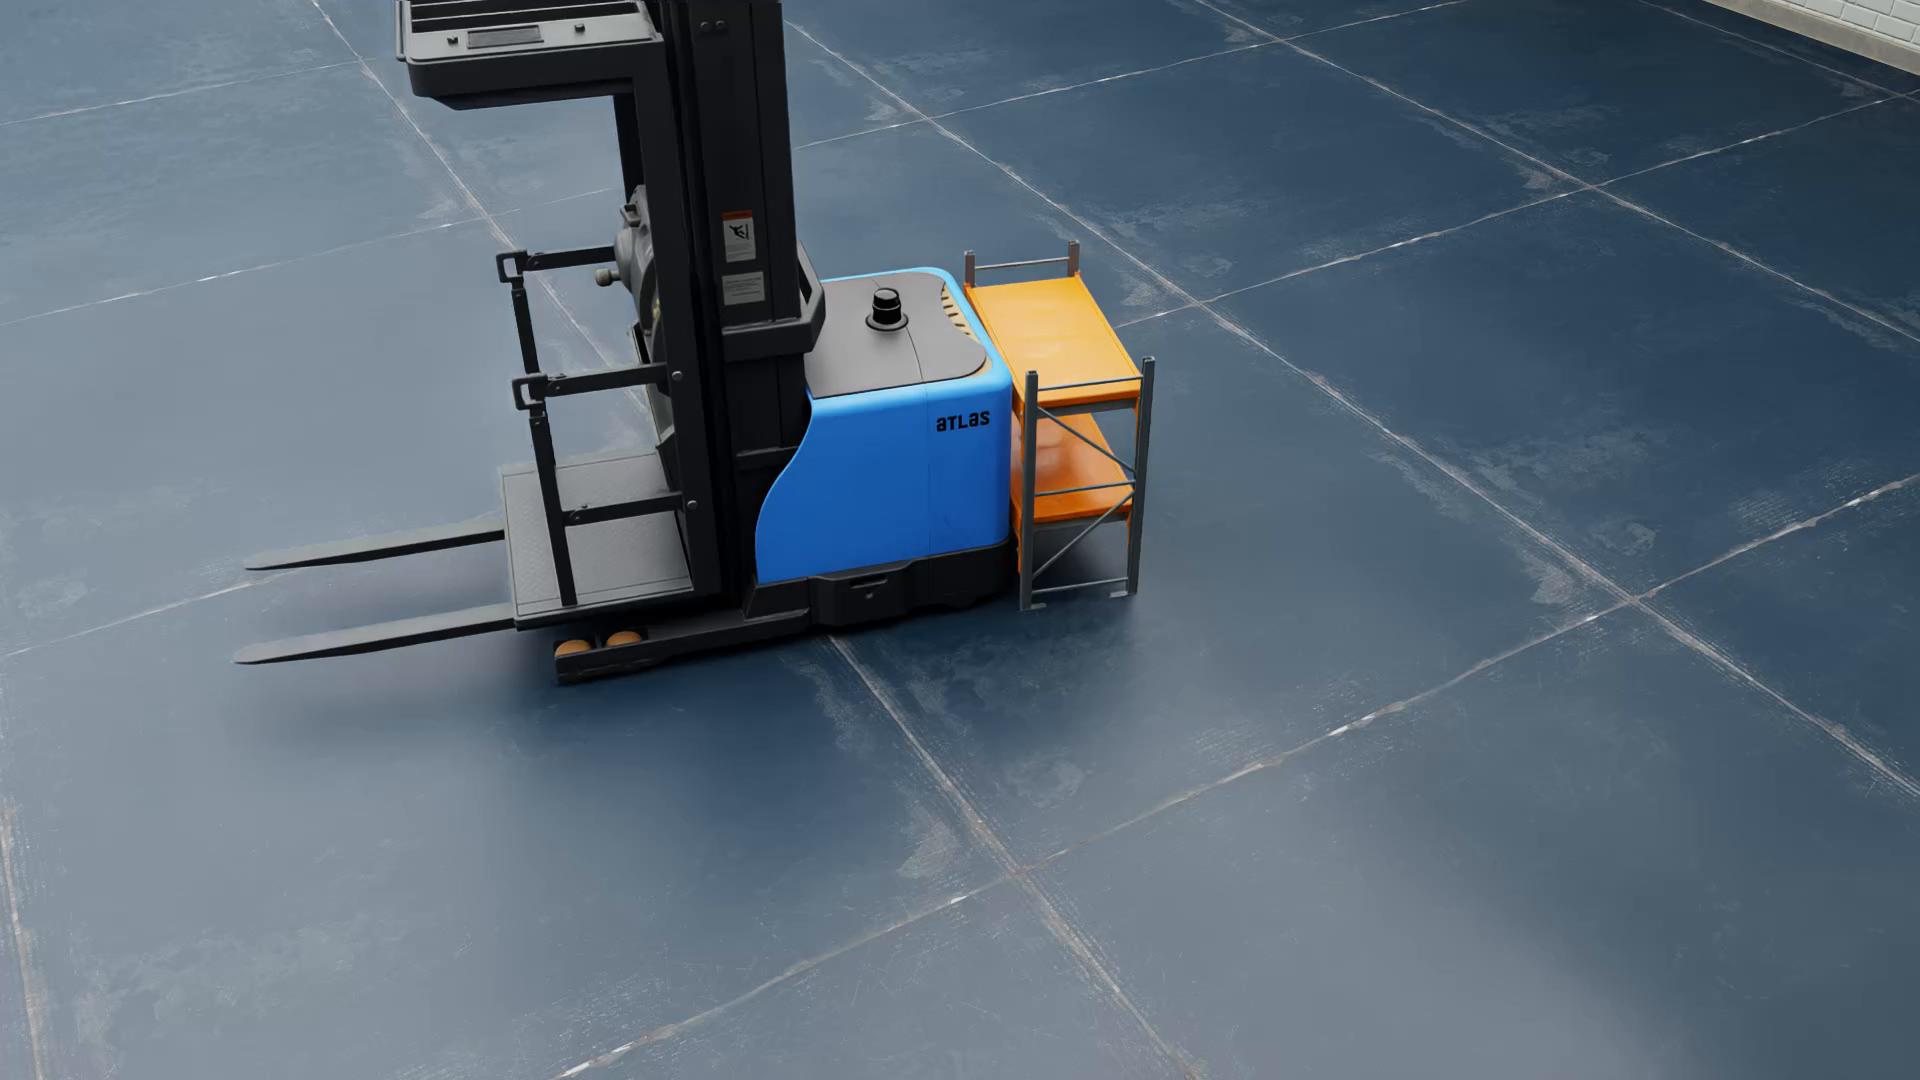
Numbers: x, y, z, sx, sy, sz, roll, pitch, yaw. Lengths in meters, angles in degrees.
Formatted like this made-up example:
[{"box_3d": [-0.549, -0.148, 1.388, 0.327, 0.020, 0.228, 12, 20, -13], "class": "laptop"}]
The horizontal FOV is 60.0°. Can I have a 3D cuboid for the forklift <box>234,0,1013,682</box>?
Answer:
[{"box_3d": [-1.361, -0.976, 6.101, 3.031, 2.935, 1.130, -9, 37, -13], "class": "forklift"}]

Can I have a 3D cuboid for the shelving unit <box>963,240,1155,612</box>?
[{"box_3d": [0.377, -0.493, 6.972, 0.538, 1.125, 1.048, -8, 37, -10], "class": "shelving unit"}]

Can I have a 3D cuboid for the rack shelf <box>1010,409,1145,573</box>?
[{"box_3d": [0.377, -0.296, 7.116, 0.538, 0.278, 1.000, -8, 37, -10], "class": "rack shelf"}]

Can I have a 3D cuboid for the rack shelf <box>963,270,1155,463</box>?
[{"box_3d": [0.377, -0.730, 6.799, 0.538, 0.278, 1.000, -8, 37, -10], "class": "rack shelf"}]

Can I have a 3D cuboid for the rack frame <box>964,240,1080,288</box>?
[{"box_3d": [0.262, -0.786, 7.372, 0.500, 1.125, 0.032, -8, 37, -10], "class": "rack frame"}]

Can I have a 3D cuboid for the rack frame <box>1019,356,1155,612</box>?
[{"box_3d": [0.491, -0.201, 6.572, 0.500, 1.125, 0.032, -8, 37, -10], "class": "rack frame"}]
